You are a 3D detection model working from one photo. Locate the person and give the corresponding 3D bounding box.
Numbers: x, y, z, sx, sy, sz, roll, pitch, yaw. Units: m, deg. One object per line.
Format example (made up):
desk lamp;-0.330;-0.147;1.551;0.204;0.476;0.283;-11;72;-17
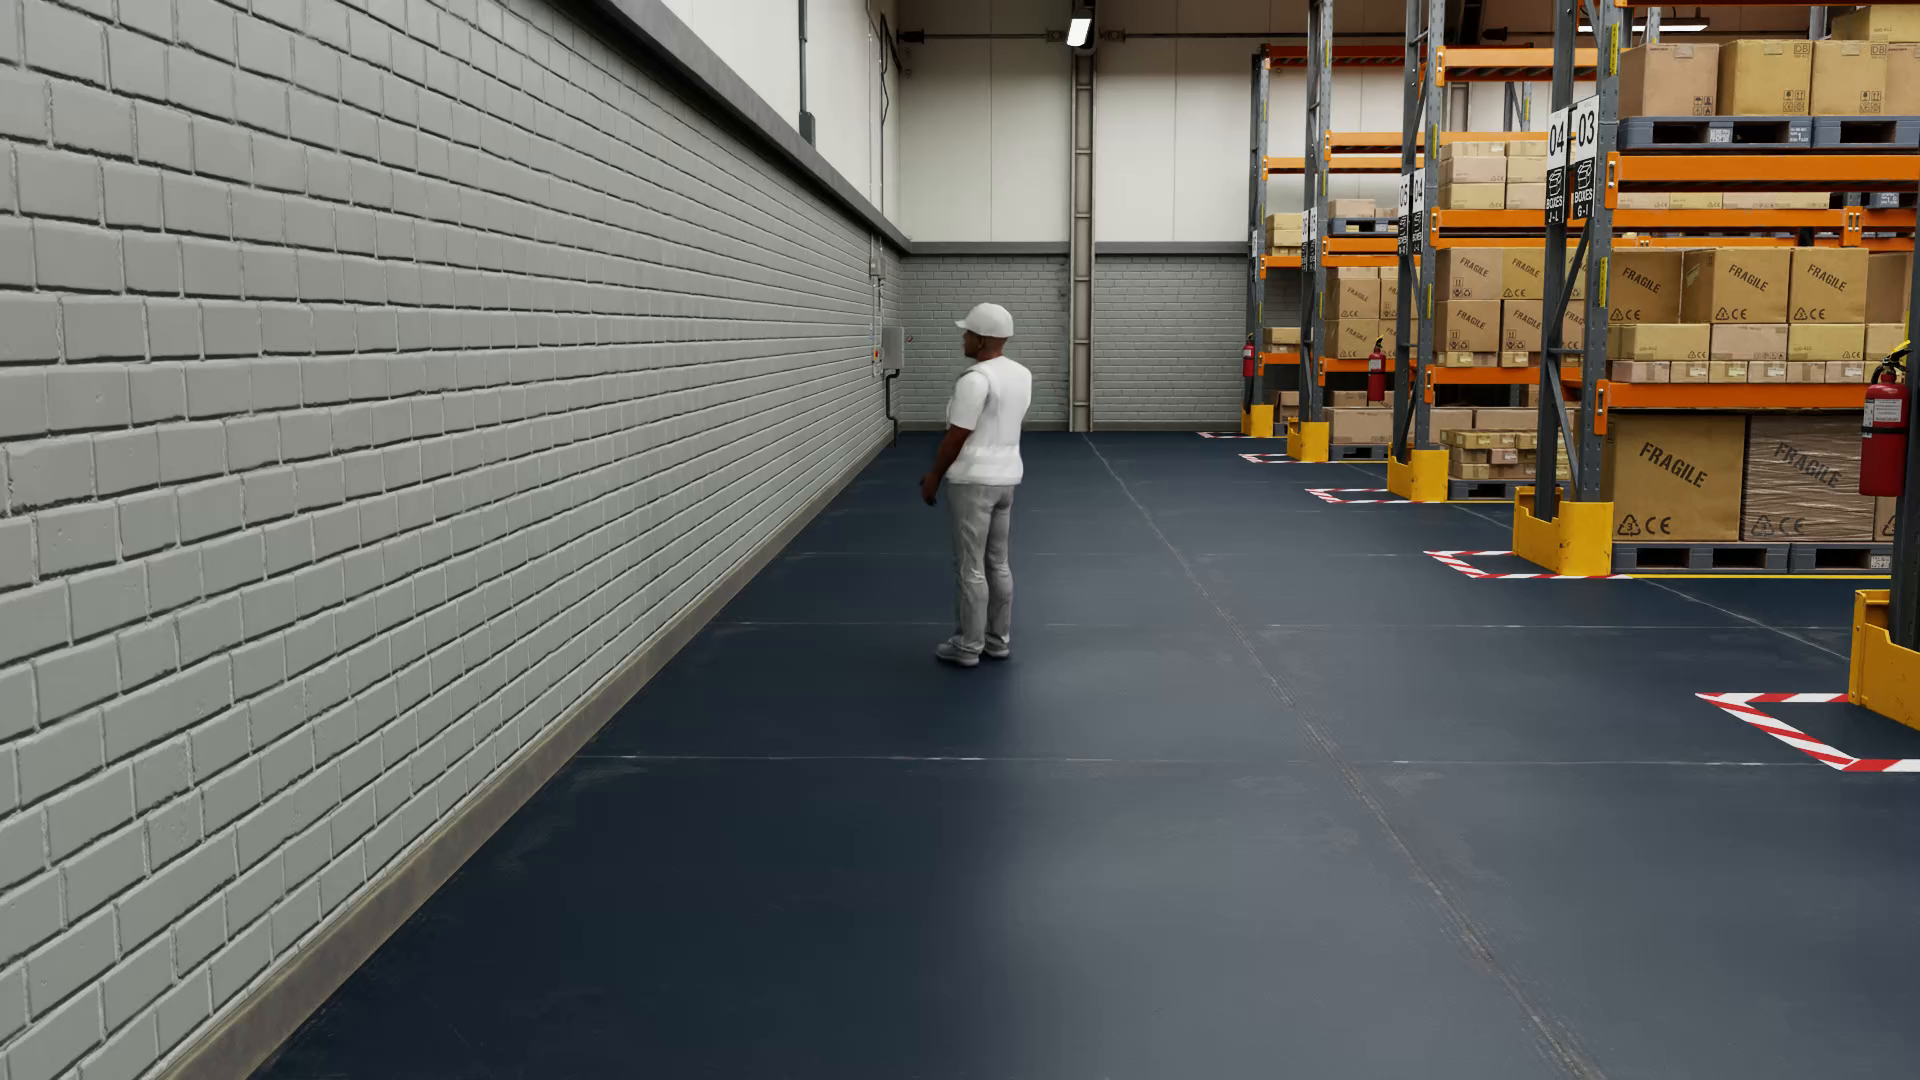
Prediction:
person;0.083;-0.278;8.247;0.476;1.777;0.603;4;8;32
